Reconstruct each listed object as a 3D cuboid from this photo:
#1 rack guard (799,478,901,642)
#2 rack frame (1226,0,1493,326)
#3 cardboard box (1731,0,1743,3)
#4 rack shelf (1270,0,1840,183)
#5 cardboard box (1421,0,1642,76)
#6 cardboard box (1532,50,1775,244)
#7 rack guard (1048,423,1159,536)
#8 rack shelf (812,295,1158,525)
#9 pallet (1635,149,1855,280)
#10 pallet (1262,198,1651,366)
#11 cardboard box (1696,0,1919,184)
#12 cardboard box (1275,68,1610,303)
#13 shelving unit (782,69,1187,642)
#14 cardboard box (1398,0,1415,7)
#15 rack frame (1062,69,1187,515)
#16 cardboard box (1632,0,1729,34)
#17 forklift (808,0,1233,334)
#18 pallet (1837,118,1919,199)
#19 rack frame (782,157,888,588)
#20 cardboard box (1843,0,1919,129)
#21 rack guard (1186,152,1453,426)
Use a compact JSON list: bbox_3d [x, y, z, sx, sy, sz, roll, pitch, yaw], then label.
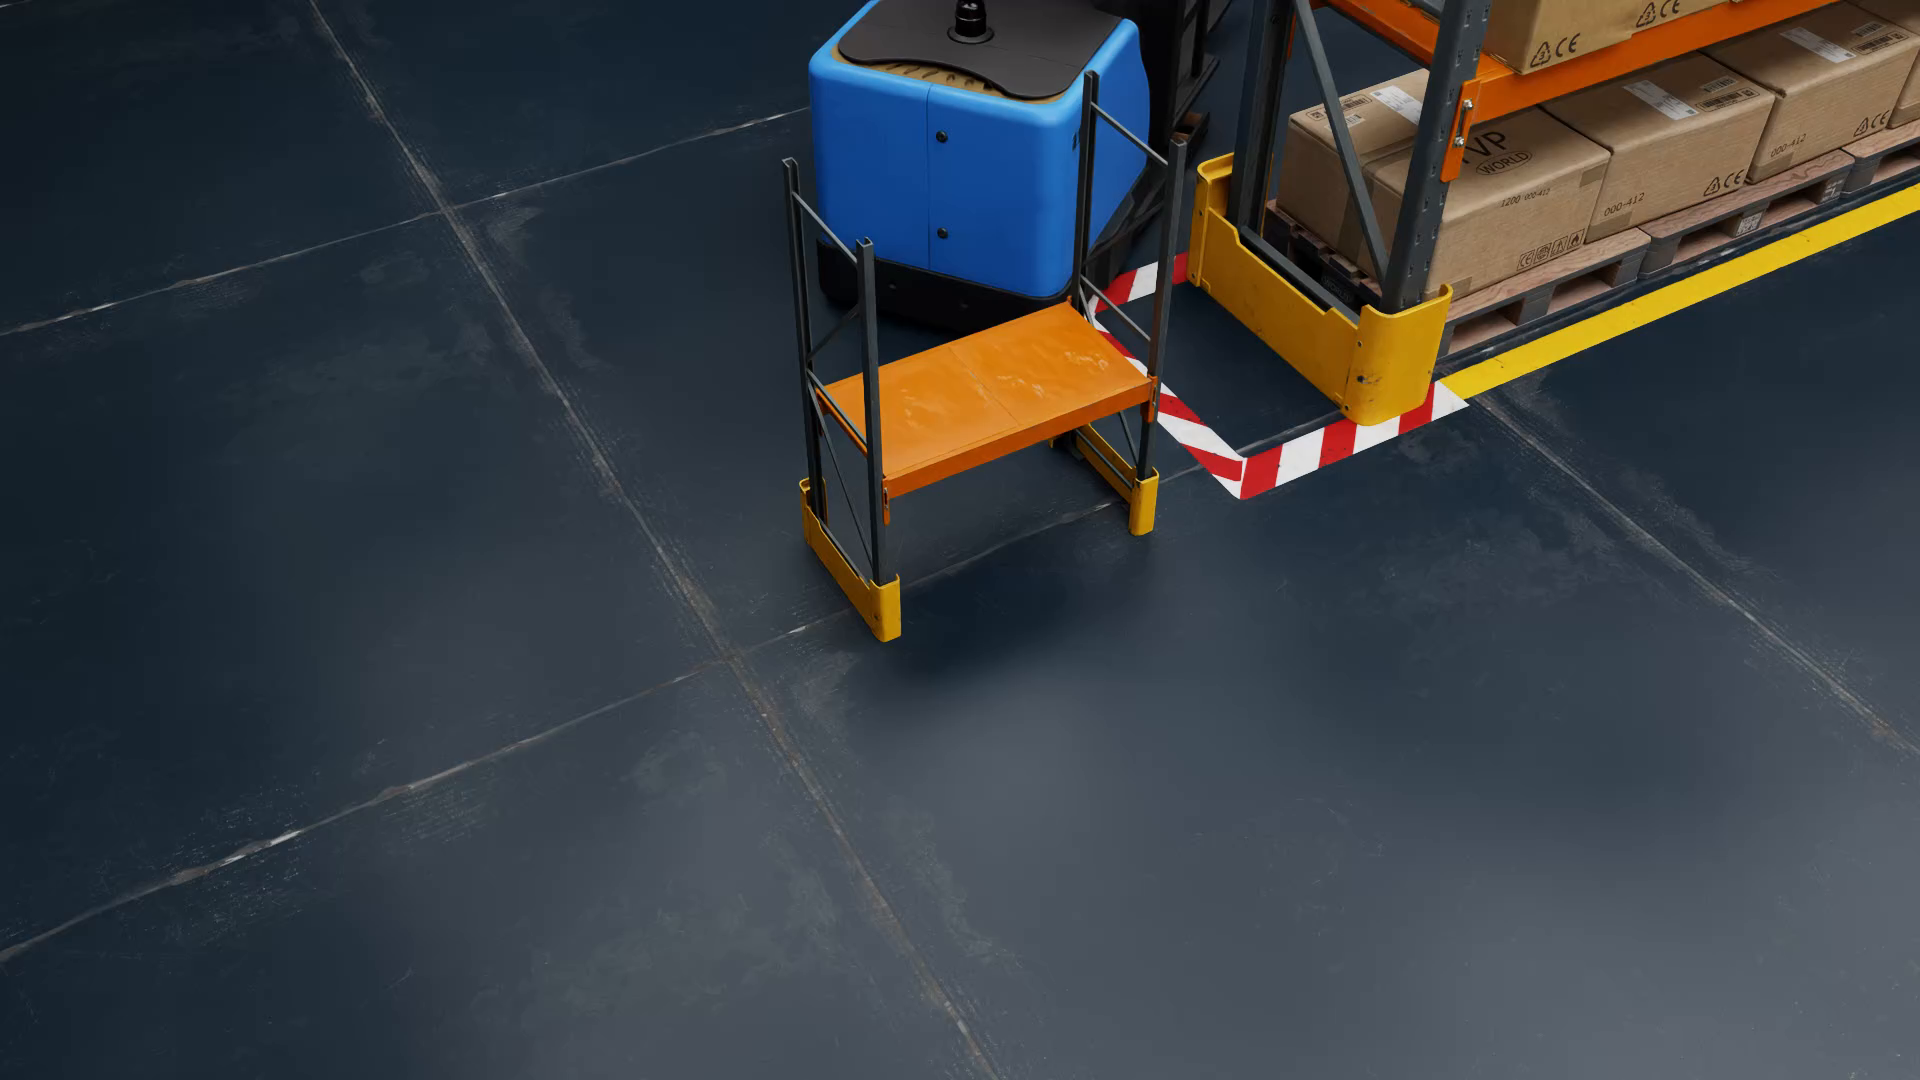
[{"bbox_3d":[-0.366,0.057,5.512,0.087,0.250,0.587,-22,48,-21],"label":"rack guard"},{"bbox_3d":[1.370,-1.903,5.558,0.127,3.000,1.000,-22,48,-21],"label":"rack frame"},{"bbox_3d":[2.804,-2.290,5.884,0.500,0.500,0.500,-22,48,-21],"label":"cardboard box"},{"bbox_3d":[3.104,-2.339,6.523,4.000,0.370,1.077,-22,48,-21],"label":"rack shelf"},{"bbox_3d":[1.929,-1.933,5.516,0.500,0.500,0.500,-22,48,-21],"label":"cardboard box"},{"bbox_3d":[2.682,-1.747,6.934,0.875,0.438,0.875,-21,48,-20],"label":"cardboard box"},{"bbox_3d":[0.498,-0.289,5.868,0.087,0.250,0.587,-22,48,-21],"label":"rack guard"},{"bbox_3d":[0.074,-0.439,5.383,1.000,0.185,0.538,-22,48,-21],"label":"rack shelf"},{"bbox_3d":[3.081,-1.648,7.297,1.213,0.211,1.003,-22,48,-21],"label":"pallet"},{"bbox_3d":[2.024,-1.227,6.863,1.213,0.211,1.003,-22,48,-21],"label":"pallet"},{"bbox_3d":[3.464,-2.059,7.255,0.875,0.438,0.875,-23,49,-22],"label":"cardboard box"},{"bbox_3d":[1.892,-1.424,6.602,0.875,0.438,0.875,-23,49,-22],"label":"cardboard box"},{"bbox_3d":[0.066,-0.565,5.255,1.083,1.500,0.587,-22,48,-21],"label":"shelving unit"},{"bbox_3d":[1.656,-2.267,5.860,0.500,0.500,0.500,-22,48,-21],"label":"cardboard box"},{"bbox_3d":[0.515,-0.744,5.440,0.032,1.500,0.500,-22,48,-21],"label":"rack frame"},{"bbox_3d":[2.354,-2.125,5.714,0.500,0.500,0.500,-22,48,-21],"label":"cardboard box"},{"bbox_3d":[0.486,-2.817,6.548,1.130,2.935,3.031,17,47,17],"label":"forklift"},{"bbox_3d":[4.140,-2.074,7.736,1.213,0.211,1.003,-22,48,-21],"label":"pallet"},{"bbox_3d":[-0.367,-0.391,5.076,0.032,1.500,0.500,-22,48,-21],"label":"rack frame"},{"bbox_3d":[4.240,-2.369,7.576,0.875,0.438,0.875,-22,48,-21],"label":"cardboard box"},{"bbox_3d":[1.349,-0.998,6.420,0.348,0.500,1.175,-22,48,-21],"label":"rack guard"}]
